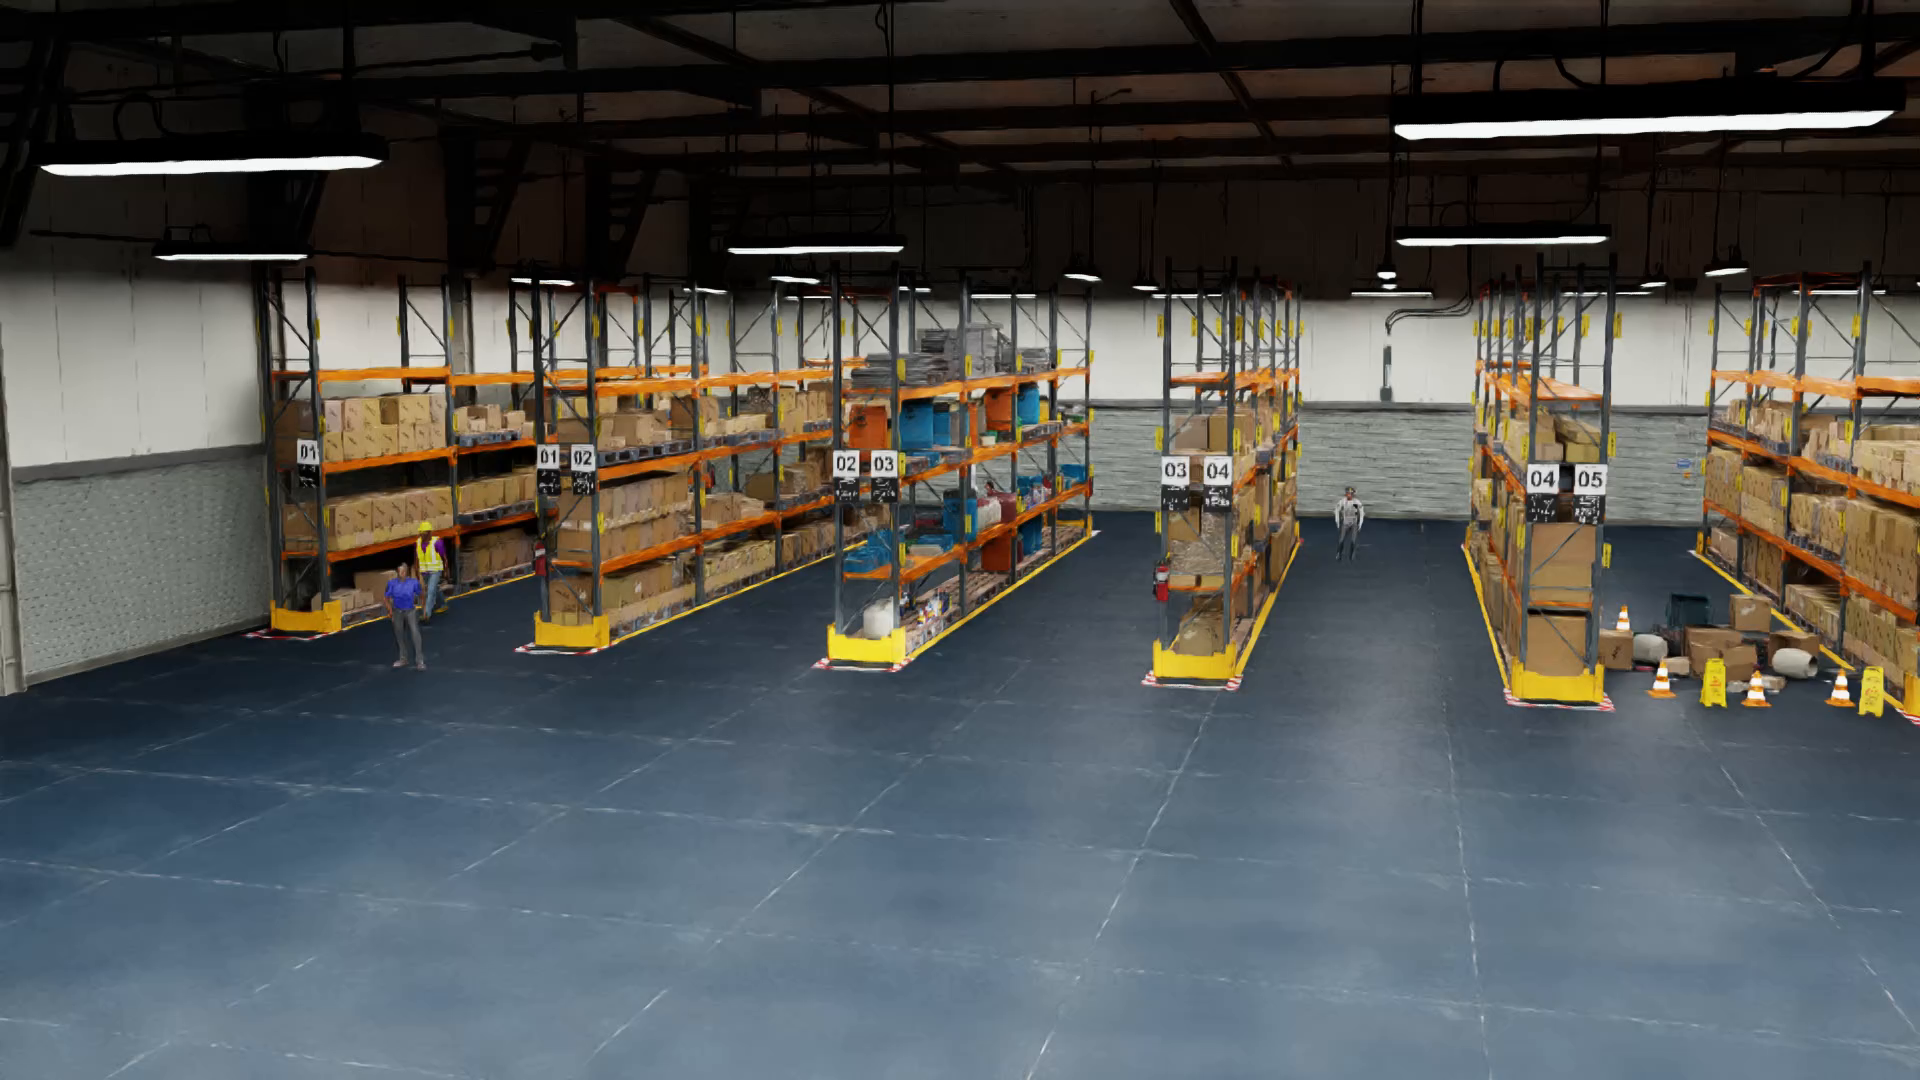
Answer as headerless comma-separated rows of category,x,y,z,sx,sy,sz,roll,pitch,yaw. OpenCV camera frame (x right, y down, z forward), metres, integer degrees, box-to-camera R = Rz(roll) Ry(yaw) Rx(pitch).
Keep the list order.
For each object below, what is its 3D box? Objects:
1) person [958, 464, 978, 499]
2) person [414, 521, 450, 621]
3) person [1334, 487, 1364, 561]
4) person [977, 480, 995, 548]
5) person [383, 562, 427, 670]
person,0.249,-1.393,43.358,0.738,1.775,0.575,-6,9,-37
person,-9.192,0.513,28.764,0.577,1.687,1.121,2,8,17
person,8.402,-0.351,35.920,0.639,1.632,0.511,2,7,12
person,0.746,-0.605,38.105,0.439,1.542,0.836,4,8,31
person,-8.156,1.102,24.524,0.608,1.598,0.764,-1,7,-7
